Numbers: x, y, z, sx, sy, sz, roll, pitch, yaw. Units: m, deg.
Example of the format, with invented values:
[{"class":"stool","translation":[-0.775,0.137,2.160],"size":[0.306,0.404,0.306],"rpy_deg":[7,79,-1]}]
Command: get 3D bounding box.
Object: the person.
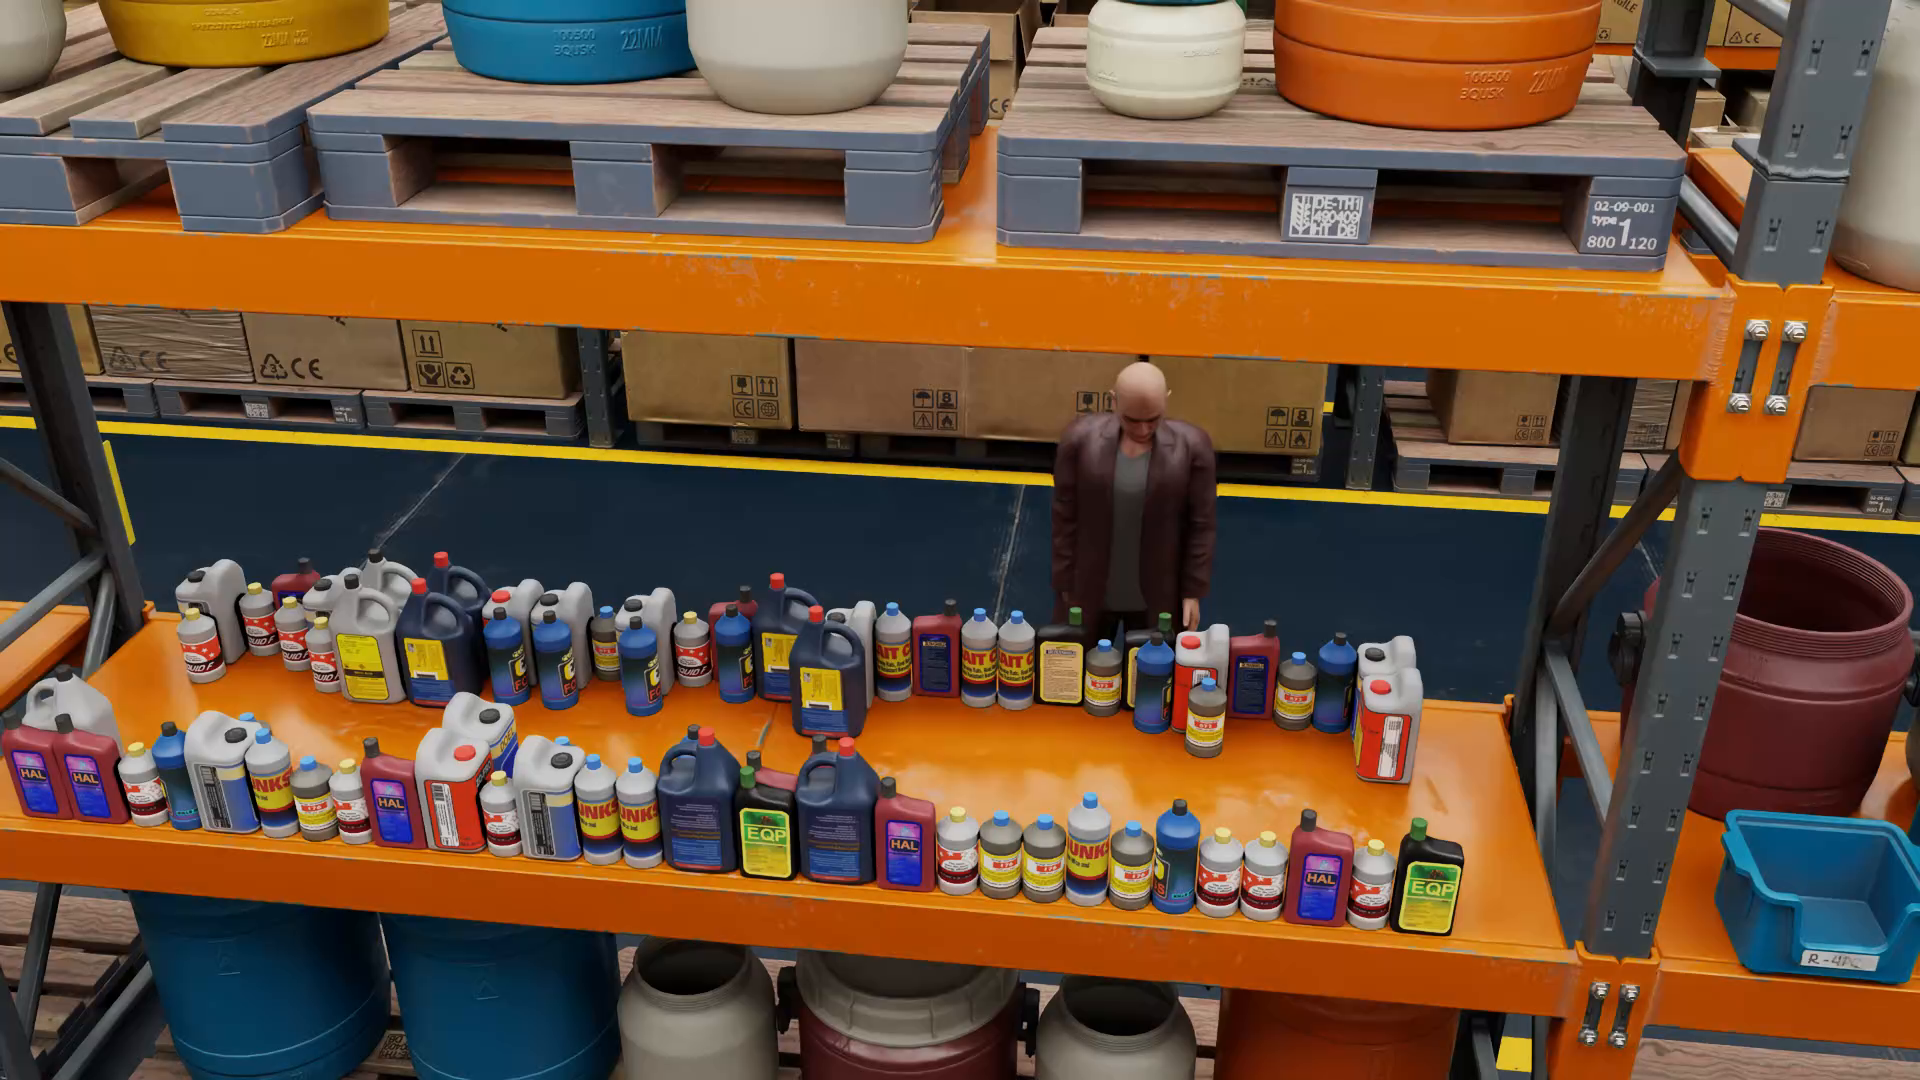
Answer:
[{"class":"person","translation":[0.590,0.192,5.804],"size":[0.572,1.761,0.382],"rpy_deg":[4,28,7]}]
